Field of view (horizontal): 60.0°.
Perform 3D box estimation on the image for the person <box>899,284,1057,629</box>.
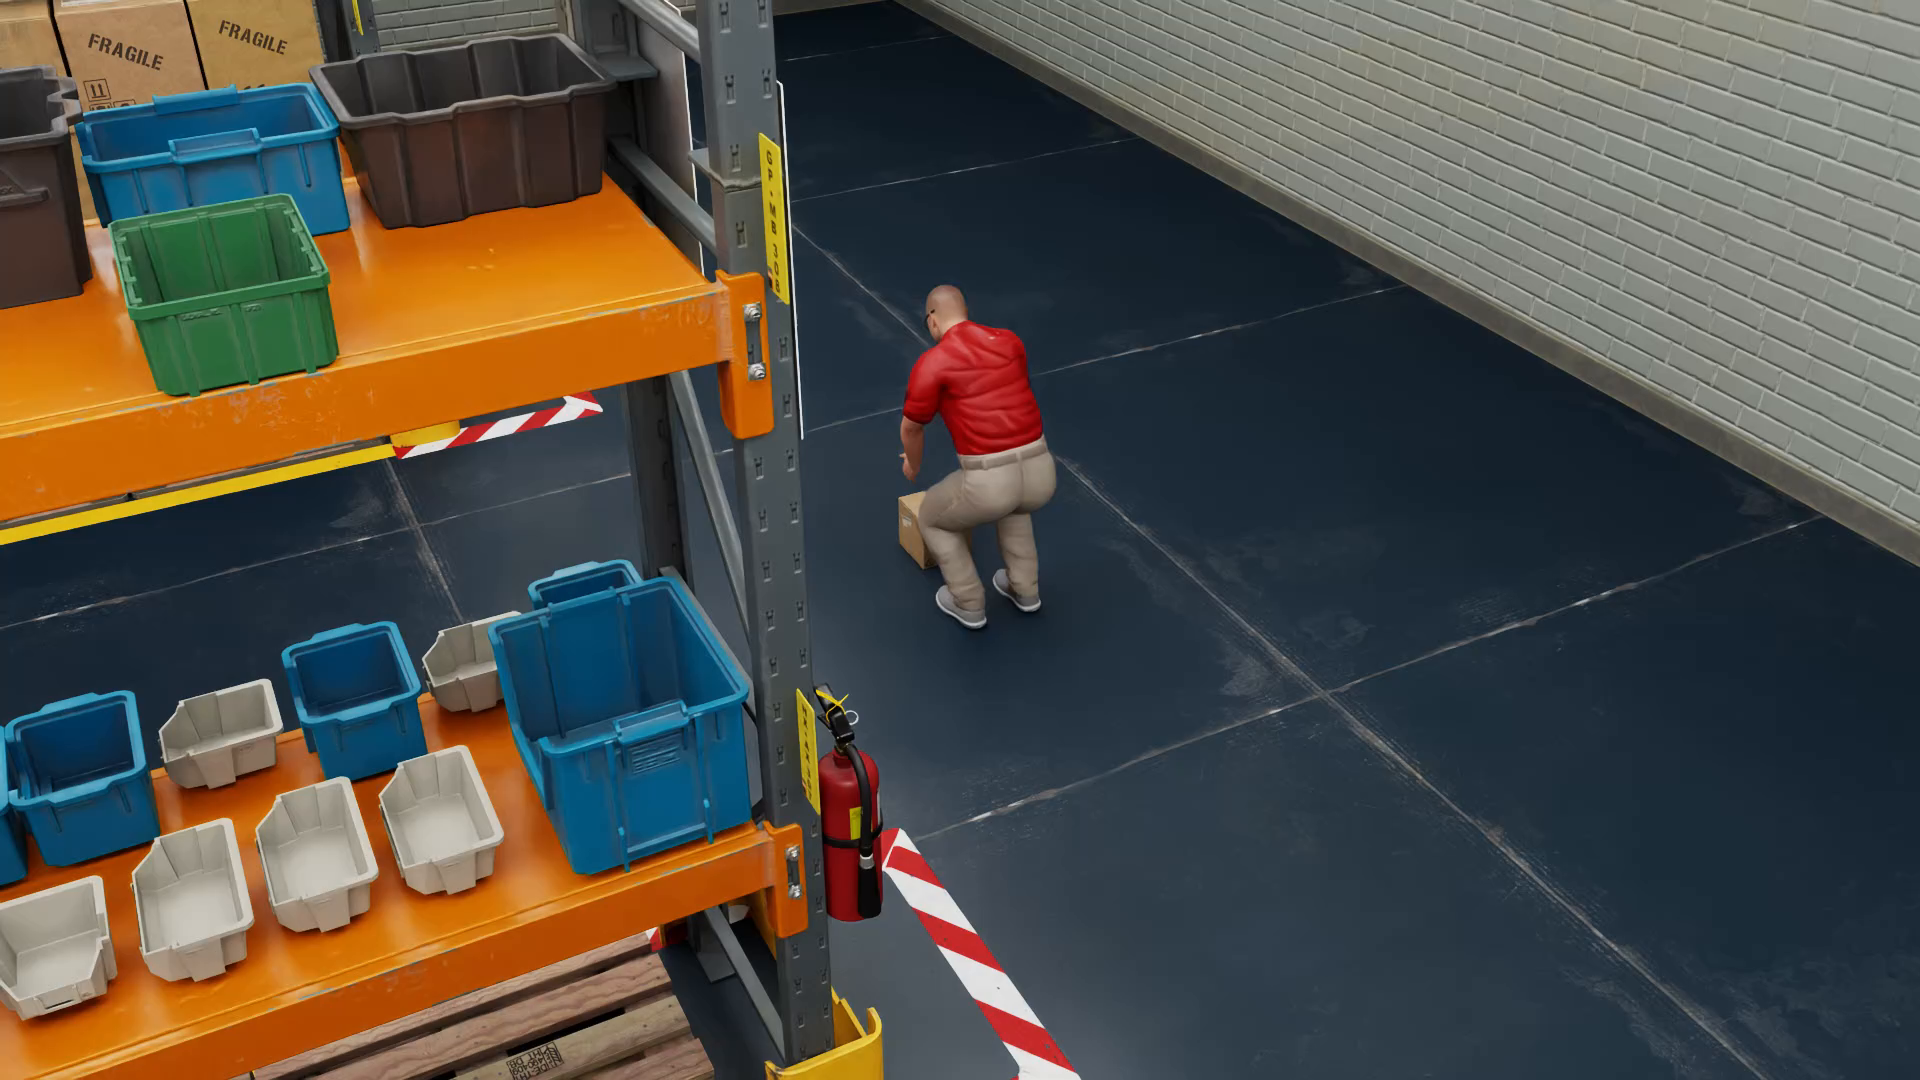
[{"bbox_3d":[0.067,-0.319,6.951,0.590,1.409,0.707,-16,36,-23],"label":"person"}]
